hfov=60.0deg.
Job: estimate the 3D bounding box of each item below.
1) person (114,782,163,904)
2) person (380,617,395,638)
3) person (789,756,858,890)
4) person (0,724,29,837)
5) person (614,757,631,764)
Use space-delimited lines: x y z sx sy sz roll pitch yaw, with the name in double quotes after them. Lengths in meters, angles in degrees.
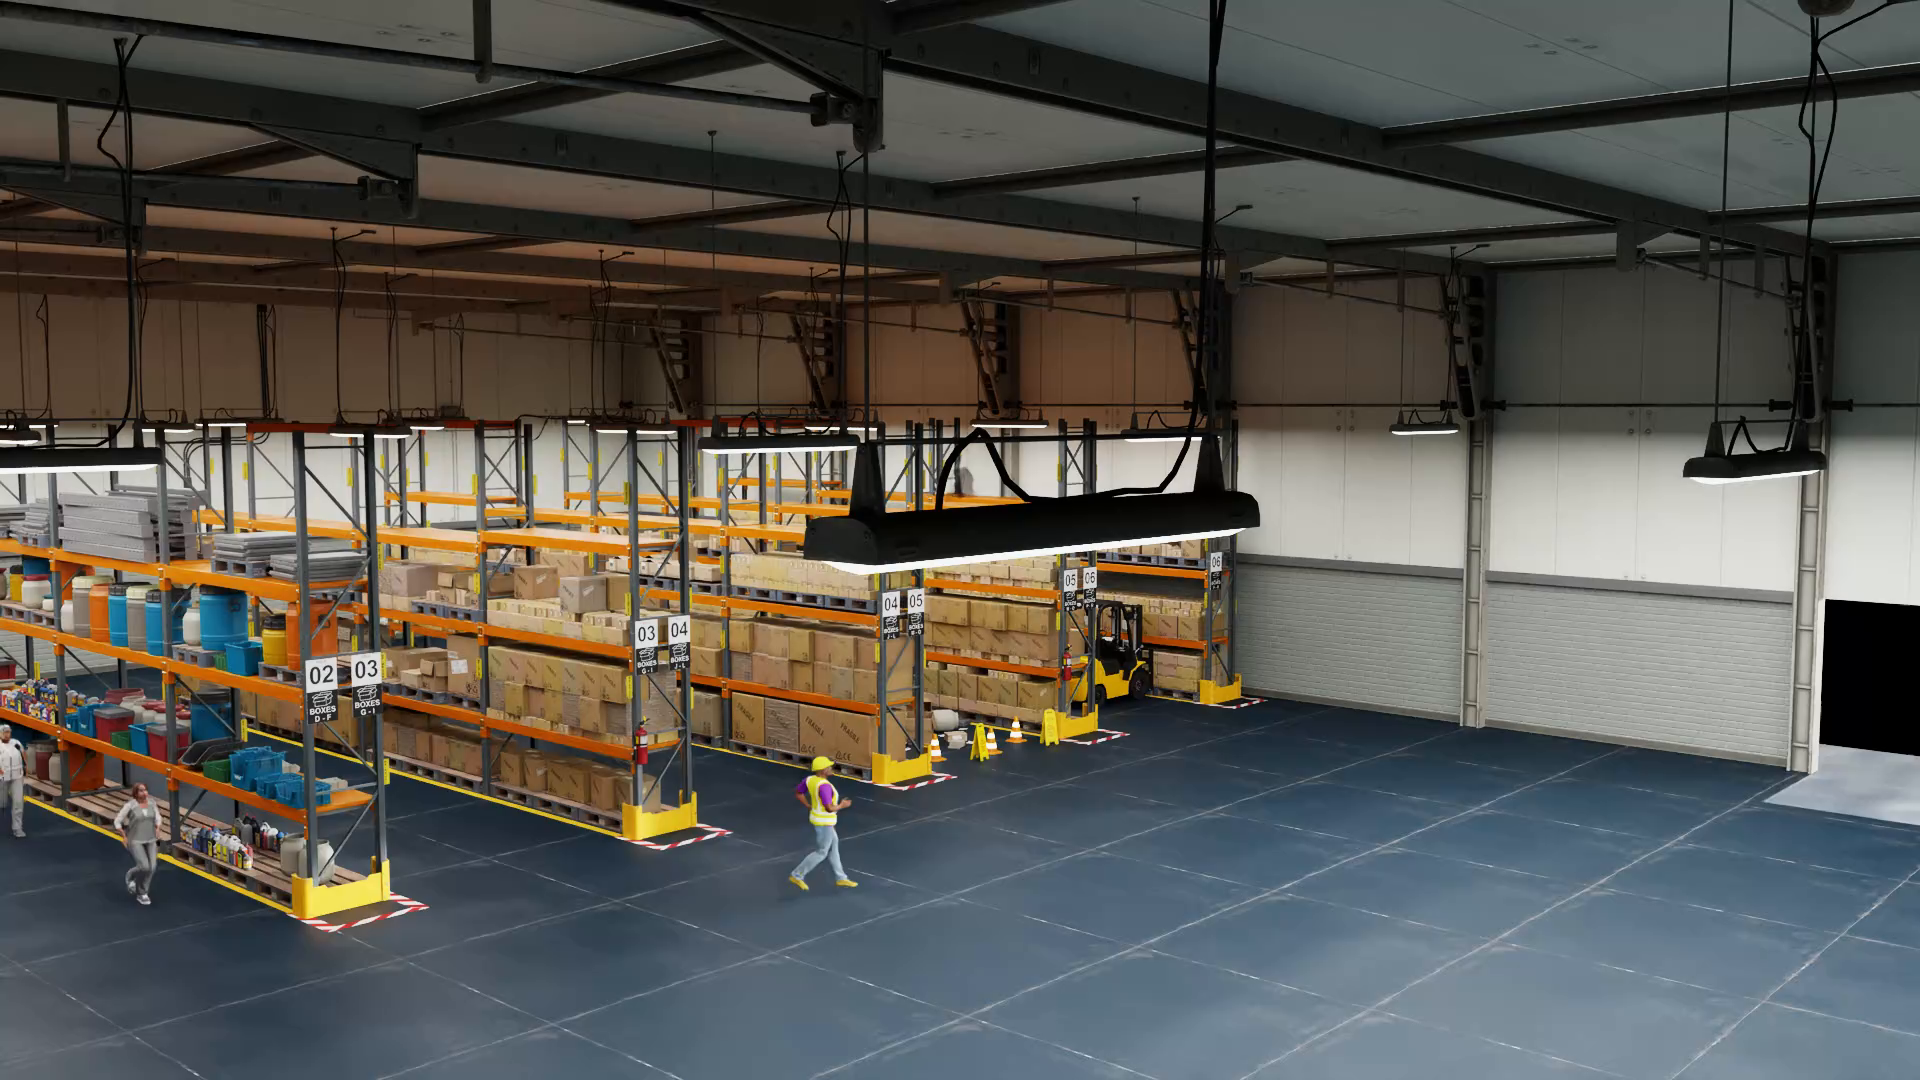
-10.353 3.839 21.064 0.544 1.562 0.541 4 6 39 "person"
-13.649 2.283 39.511 0.576 1.651 0.529 1 5 17 "person"
-1.762 3.666 21.468 0.963 1.770 0.695 -2 5 -21 "person"
-13.999 3.514 24.459 0.932 1.633 0.621 4 6 43 "person"
-5.797 3.101 29.233 0.594 1.694 0.675 3 5 29 "person"
